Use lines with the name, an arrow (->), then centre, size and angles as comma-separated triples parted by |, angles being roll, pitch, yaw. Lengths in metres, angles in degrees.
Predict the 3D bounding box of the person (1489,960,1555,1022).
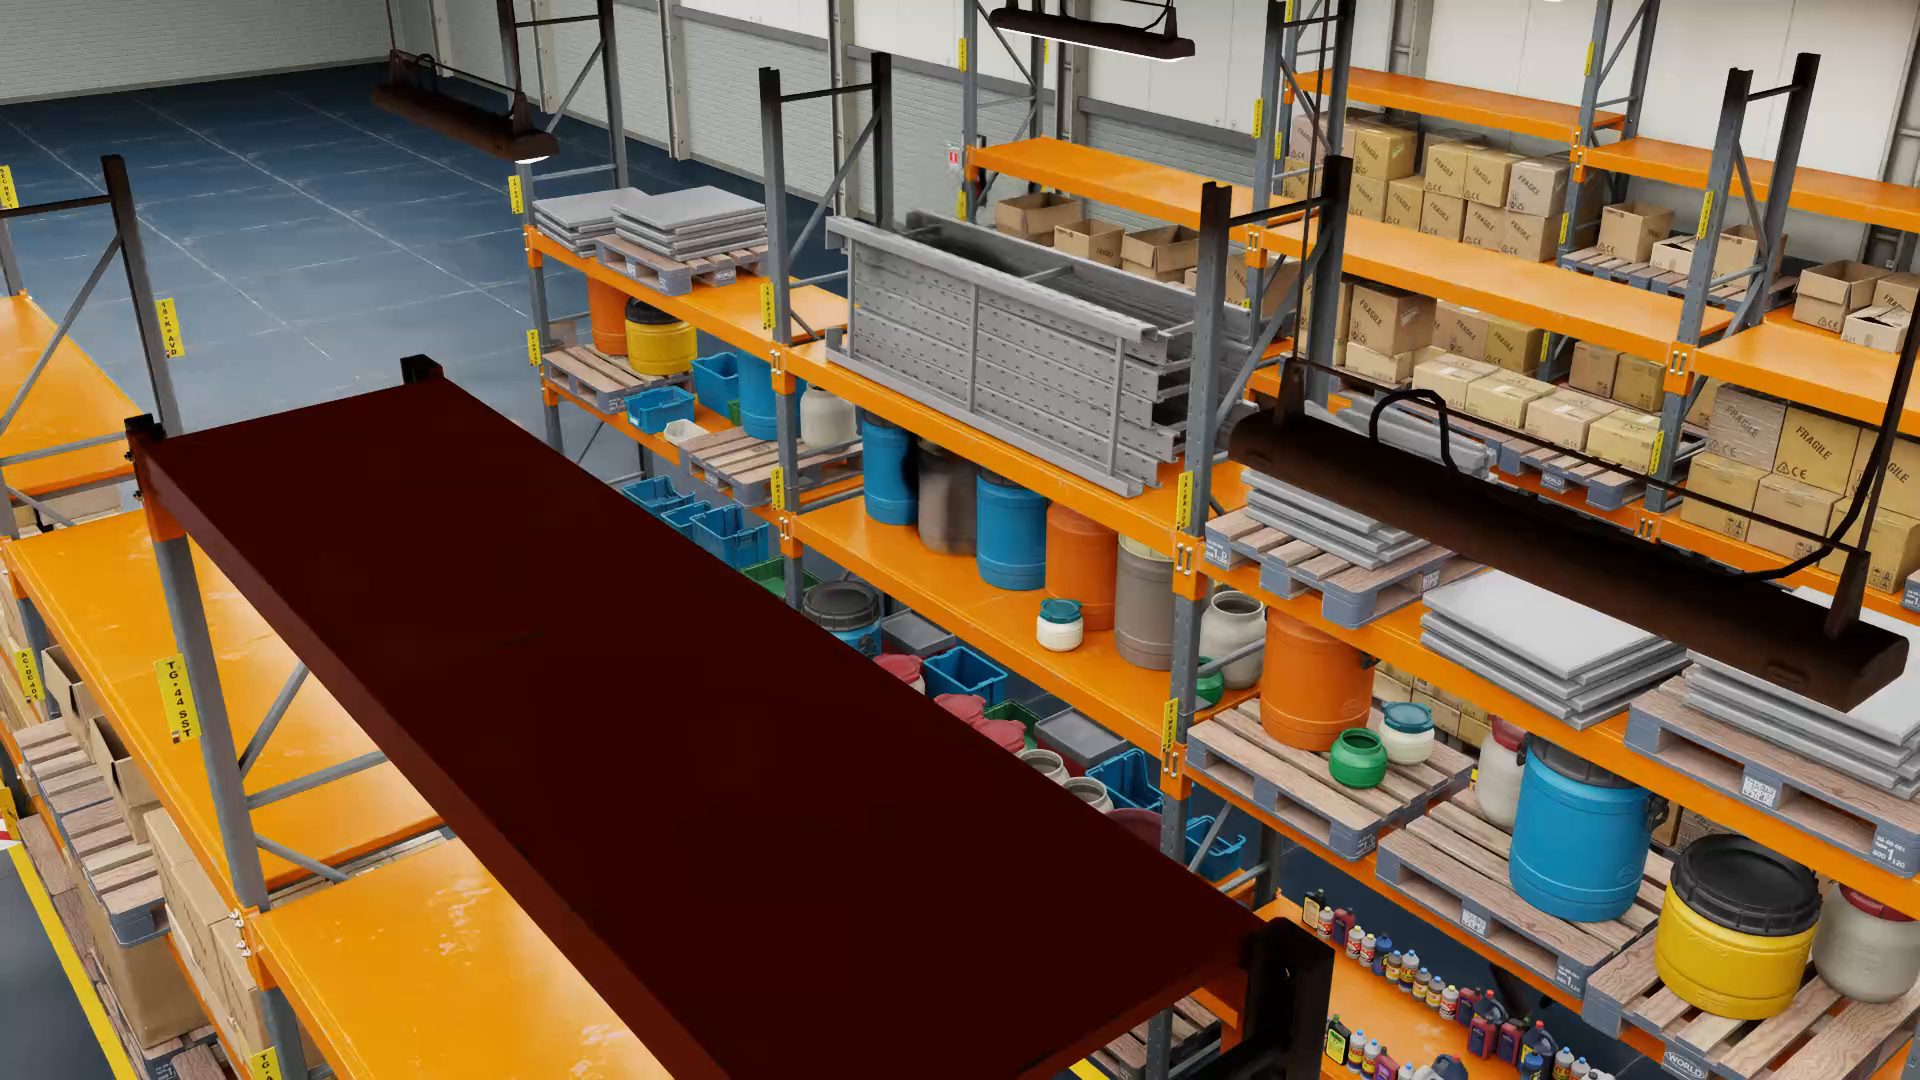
person -> 3.809, 2.554, 11.087 | 0.583, 1.676, 0.658 | 22, 33, 37
